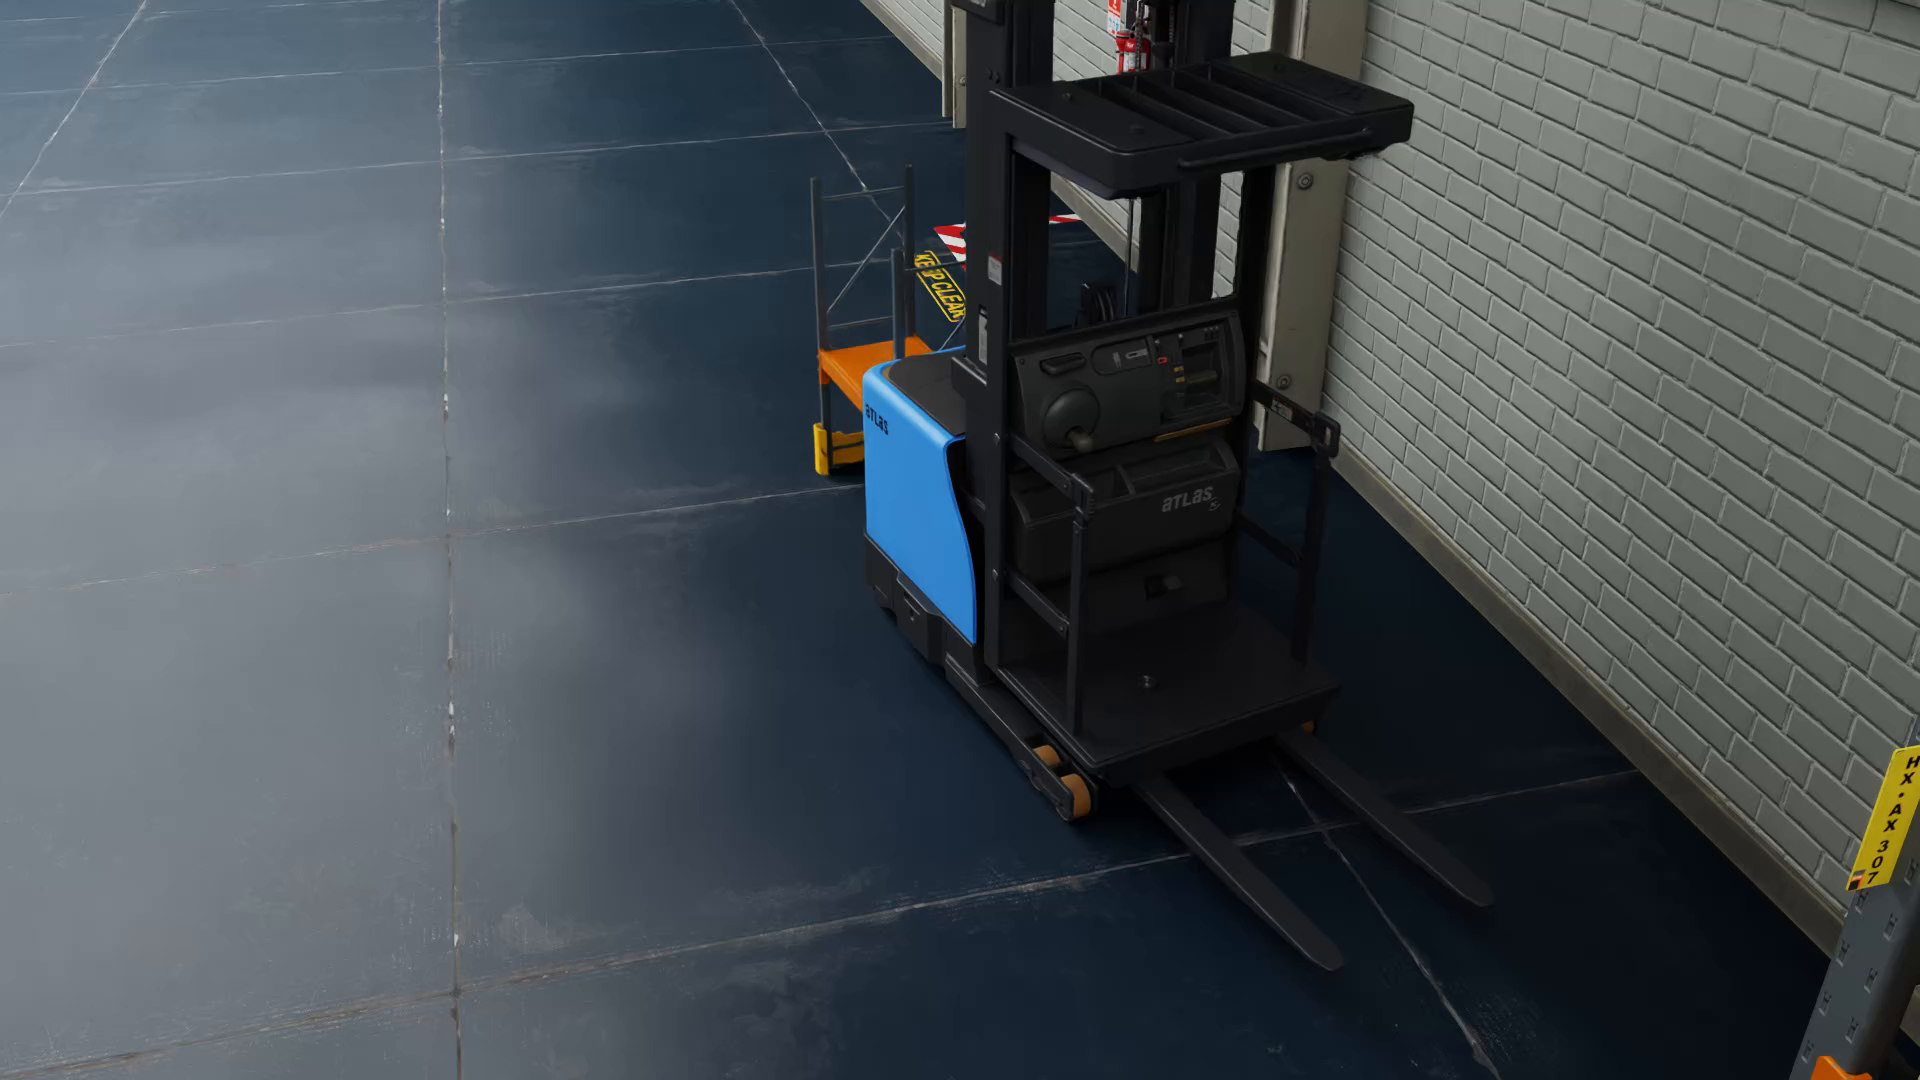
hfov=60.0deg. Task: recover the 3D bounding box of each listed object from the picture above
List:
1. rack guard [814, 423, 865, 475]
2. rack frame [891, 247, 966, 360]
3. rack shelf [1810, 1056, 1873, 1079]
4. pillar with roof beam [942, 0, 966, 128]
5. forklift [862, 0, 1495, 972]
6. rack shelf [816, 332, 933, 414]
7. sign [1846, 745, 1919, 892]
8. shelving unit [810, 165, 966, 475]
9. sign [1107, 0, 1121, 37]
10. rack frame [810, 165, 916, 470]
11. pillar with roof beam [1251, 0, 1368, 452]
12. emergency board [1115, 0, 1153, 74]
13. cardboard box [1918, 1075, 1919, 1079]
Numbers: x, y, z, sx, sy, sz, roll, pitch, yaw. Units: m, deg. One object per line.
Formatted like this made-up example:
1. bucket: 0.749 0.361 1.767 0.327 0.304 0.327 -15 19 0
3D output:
1. rack guard: -0.446 -0.506 8.374 0.587 0.250 0.087 -12 32 -20
2. rack frame: -0.047 -0.589 7.270 0.500 1.500 0.032 -12 32 -20
3. rack shelf: 2.748 2.085 1.872 1.077 0.370 4.000 -8 31 -13
4. pillar with roof beam: -4.098 -6.789 10.497 9.100 9.000 0.400 -8 31 -13
5. forklift: 0.713 -0.515 5.714 1.130 2.935 3.031 -15 33 -24
6. rack shelf: -0.250 -0.666 7.763 0.538 0.185 1.000 -12 32 -20
7. sign: 1.694 0.505 3.019 0.100 0.325 0.005 -8 31 -13
8. shelving unit: -0.247 -0.818 7.666 0.587 1.500 1.083 -12 32 -20
9. sign: 0.978 -3.362 10.529 0.001 0.329 0.234 -8 31 -13
10. rack frame: -0.454 -1.055 8.076 0.500 1.500 0.032 -12 32 -20
11. pillar with roof beam: -2.506 -3.892 5.490 9.100 9.000 0.400 -8 31 -13
12. emergency board: 1.026 -3.066 10.053 0.194 1.169 0.643 -8 31 -13
13. cardboard box: 2.041 1.141 2.913 0.500 0.250 0.500 -9 31 -15
